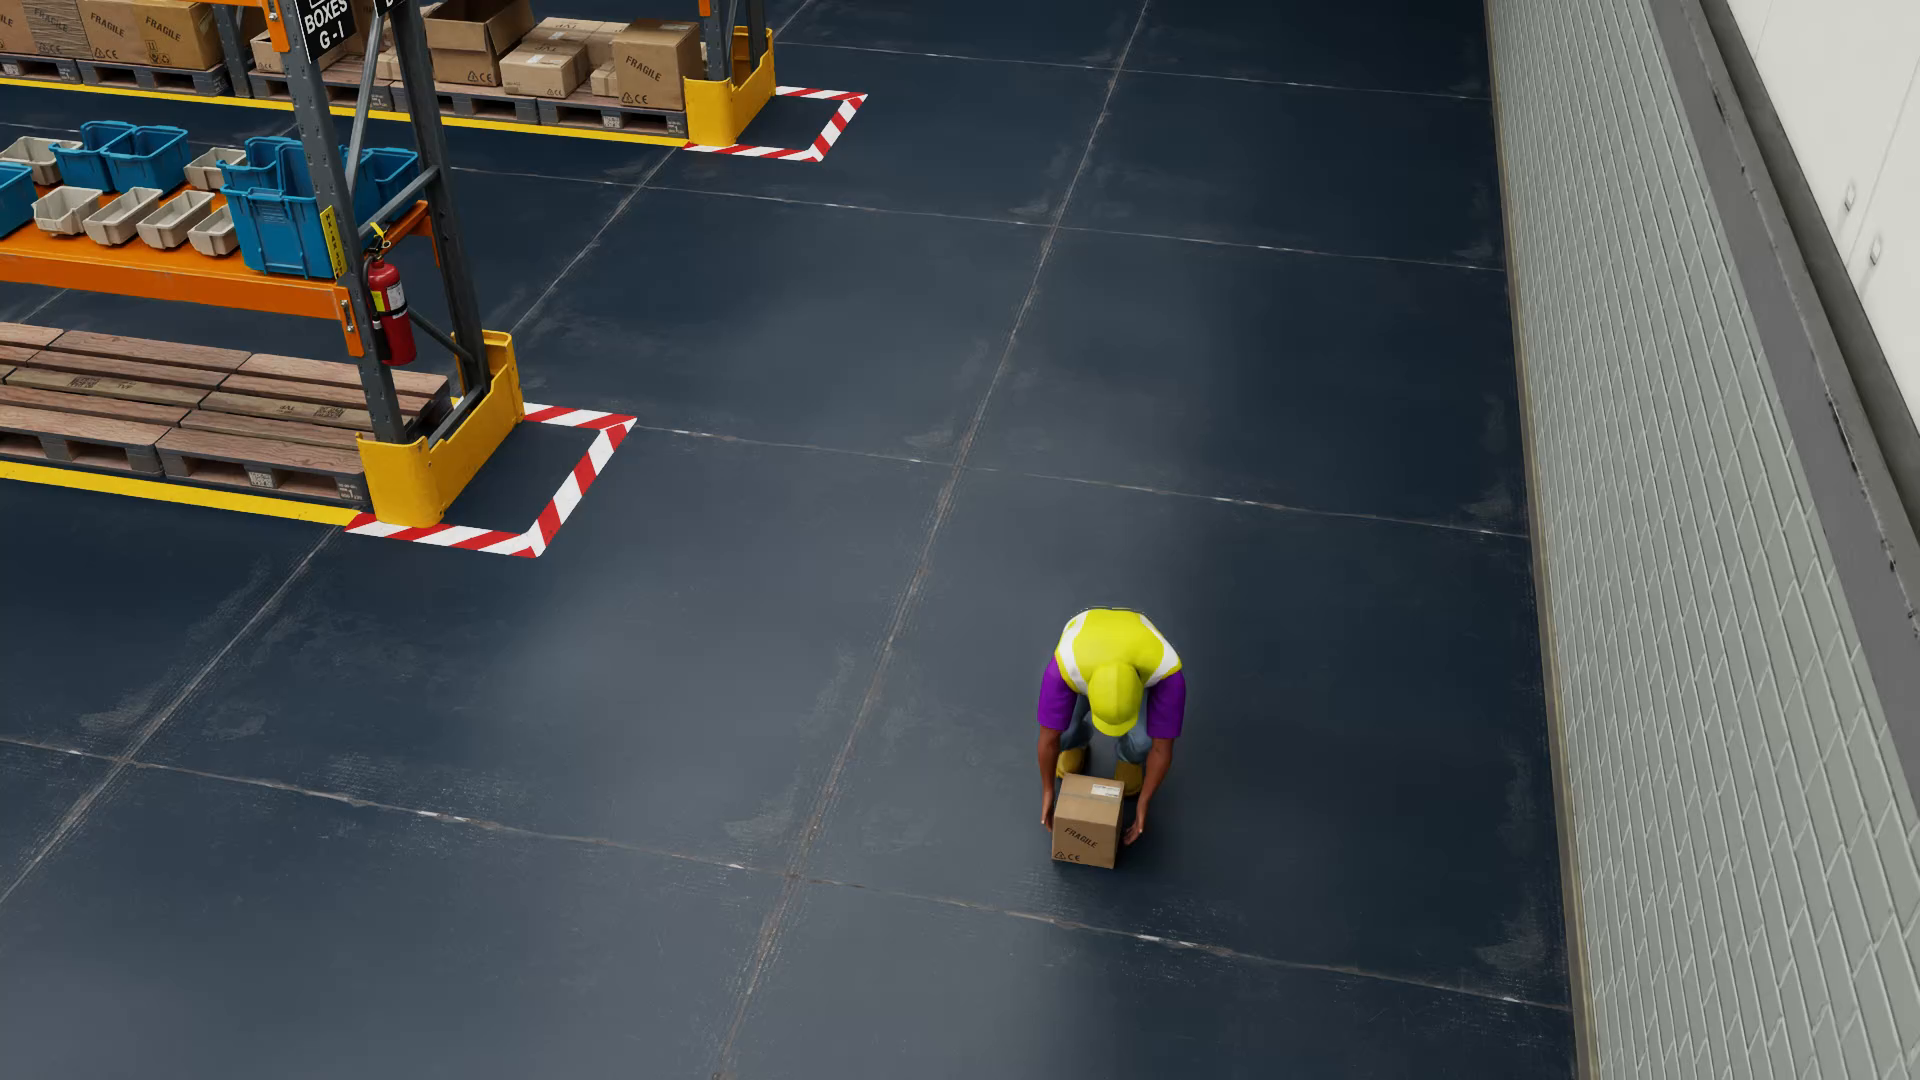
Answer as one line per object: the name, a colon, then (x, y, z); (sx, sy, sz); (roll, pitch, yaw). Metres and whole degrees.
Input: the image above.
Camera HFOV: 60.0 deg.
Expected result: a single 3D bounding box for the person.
person: (0.627, 0.659, 6.752); (0.572, 0.942, 0.896); (7, 37, 10)
